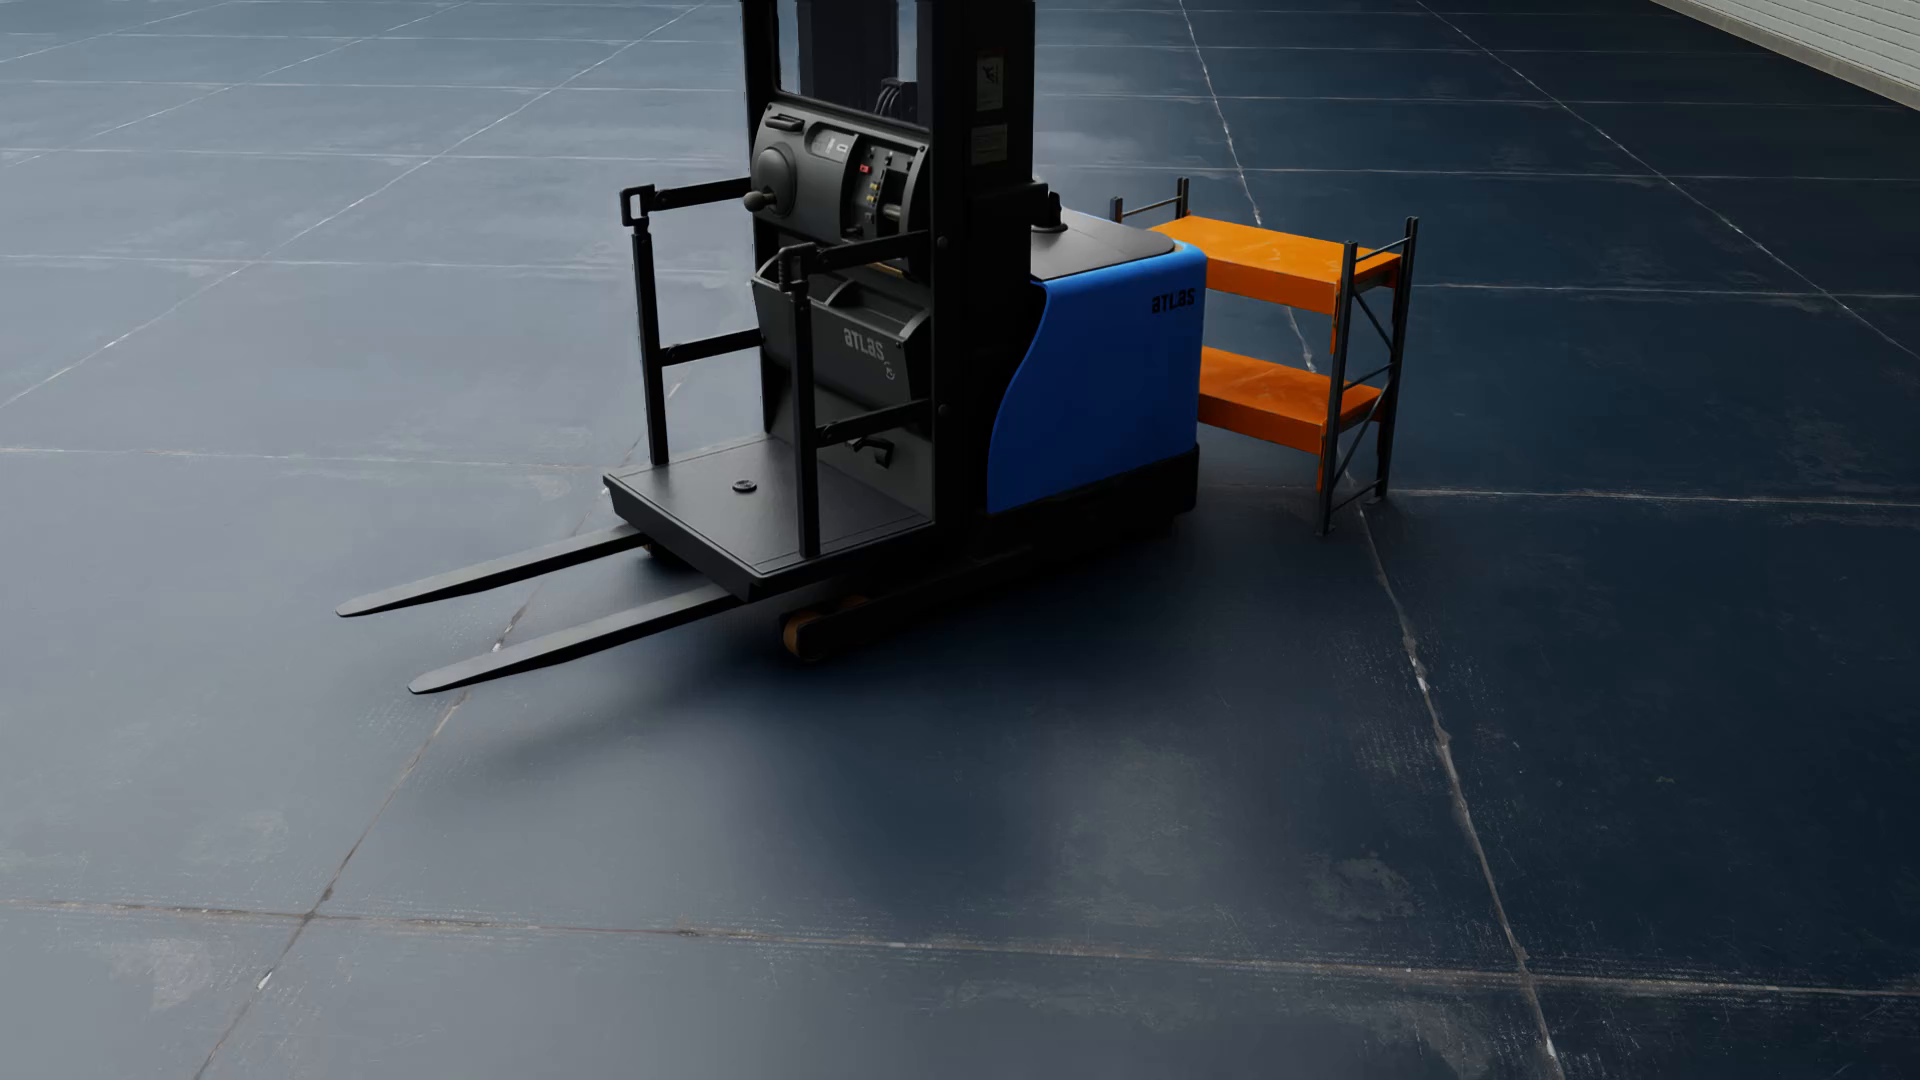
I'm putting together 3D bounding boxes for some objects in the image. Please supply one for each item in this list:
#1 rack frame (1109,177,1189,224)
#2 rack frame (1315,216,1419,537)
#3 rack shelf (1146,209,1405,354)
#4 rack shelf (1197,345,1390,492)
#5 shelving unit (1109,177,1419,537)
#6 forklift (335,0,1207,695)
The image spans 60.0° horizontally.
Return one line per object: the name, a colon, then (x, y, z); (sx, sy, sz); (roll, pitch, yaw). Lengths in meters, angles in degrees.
rack frame: (0.756, -0.886, 6.830); (0.032, 1.125, 0.500); (20, 31, 37)
rack frame: (1.522, -0.607, 6.223); (0.032, 1.125, 0.500); (20, 31, 37)
rack shelf: (1.139, -1.012, 6.404); (1.000, 0.278, 0.538); (20, 31, 37)
rack shelf: (1.139, -0.524, 6.629); (1.000, 0.278, 0.538); (20, 31, 37)
shelving unit: (1.139, -0.746, 6.527); (1.048, 1.125, 0.538); (20, 31, 37)
forklift: (-0.570, -1.187, 5.322); (3.031, 2.935, 1.130); (-18, 30, -34)
